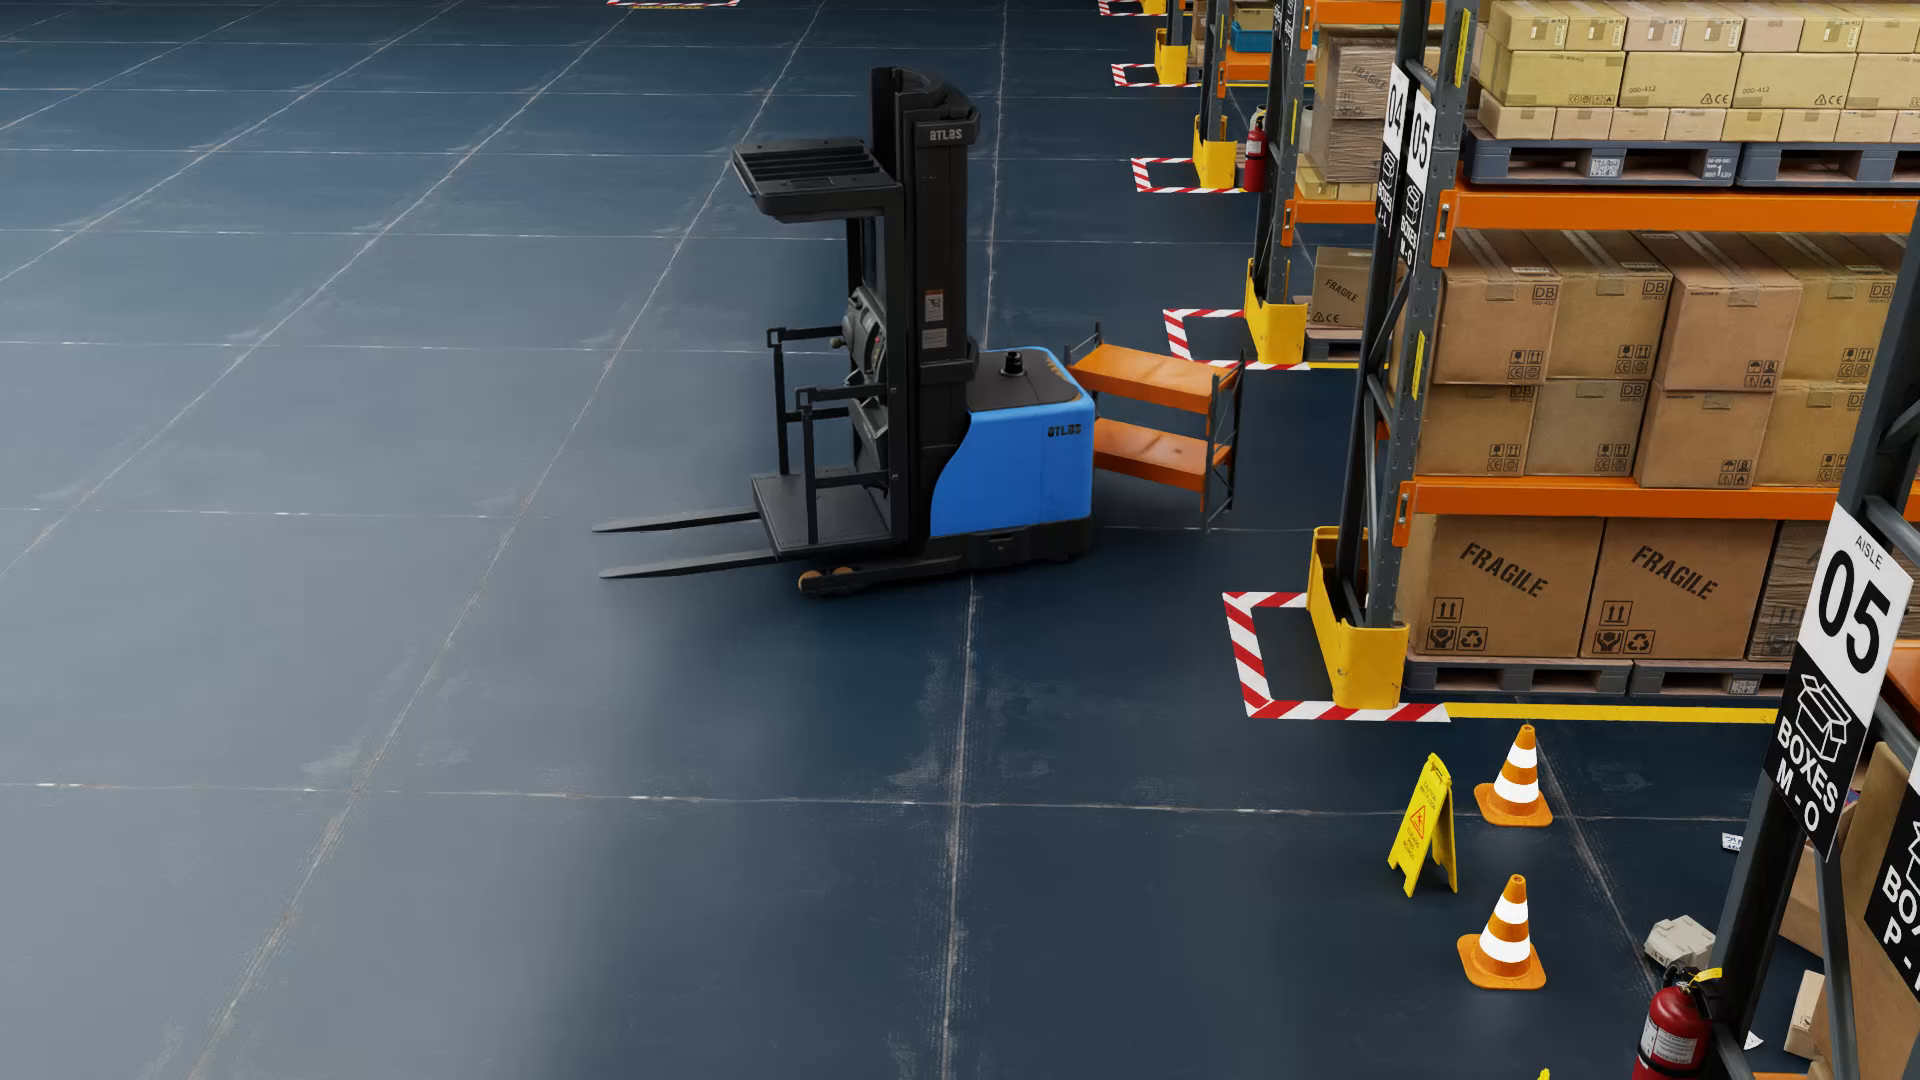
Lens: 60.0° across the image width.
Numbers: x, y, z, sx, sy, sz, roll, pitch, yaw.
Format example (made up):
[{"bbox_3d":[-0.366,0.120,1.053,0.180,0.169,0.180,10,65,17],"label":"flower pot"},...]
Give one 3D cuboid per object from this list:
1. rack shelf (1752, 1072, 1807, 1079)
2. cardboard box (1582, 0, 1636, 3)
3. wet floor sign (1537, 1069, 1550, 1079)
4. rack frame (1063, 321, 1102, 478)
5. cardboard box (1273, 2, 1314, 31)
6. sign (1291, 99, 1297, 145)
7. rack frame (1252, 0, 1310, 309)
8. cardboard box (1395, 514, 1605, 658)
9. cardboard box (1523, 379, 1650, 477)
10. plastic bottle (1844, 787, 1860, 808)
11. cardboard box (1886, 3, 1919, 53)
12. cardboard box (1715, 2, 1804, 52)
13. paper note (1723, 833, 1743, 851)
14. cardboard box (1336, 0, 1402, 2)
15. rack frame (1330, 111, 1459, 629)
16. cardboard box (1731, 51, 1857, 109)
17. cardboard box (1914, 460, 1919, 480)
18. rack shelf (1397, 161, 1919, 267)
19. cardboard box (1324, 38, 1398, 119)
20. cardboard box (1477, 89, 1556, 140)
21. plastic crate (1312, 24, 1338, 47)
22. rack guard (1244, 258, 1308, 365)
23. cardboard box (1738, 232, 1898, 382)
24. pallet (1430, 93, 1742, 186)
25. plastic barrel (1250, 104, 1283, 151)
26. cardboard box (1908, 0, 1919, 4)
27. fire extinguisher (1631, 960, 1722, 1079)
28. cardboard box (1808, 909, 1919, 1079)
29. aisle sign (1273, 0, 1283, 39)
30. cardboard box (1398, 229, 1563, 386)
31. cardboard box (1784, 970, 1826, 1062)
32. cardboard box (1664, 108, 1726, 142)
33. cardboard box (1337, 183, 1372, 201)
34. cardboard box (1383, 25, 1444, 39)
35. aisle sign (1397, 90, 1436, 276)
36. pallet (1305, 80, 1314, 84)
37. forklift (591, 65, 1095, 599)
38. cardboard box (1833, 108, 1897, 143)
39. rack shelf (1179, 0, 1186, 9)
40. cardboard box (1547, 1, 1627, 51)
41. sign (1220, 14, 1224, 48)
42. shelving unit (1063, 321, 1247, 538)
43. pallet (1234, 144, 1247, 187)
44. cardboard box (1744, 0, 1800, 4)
[{"bbox_3d":[4.170,1.983,4.501,4.000,0.370,1.077,1,28,2],"label":"rack shelf"},{"bbox_3d":[3.099,-2.628,8.089,0.250,0.149,0.380,1,28,3],"label":"cardboard box"},{"bbox_3d":[2.019,2.168,5.897,0.232,0.644,0.267,11,30,19],"label":"wet floor sign"},{"bbox_3d":[0.802,-0.849,11.076,0.032,1.125,0.500,15,31,26],"label":"rack frame"},{"bbox_3d":[4.402,-6.823,22.031,0.500,0.500,0.500,1,28,2],"label":"cardboard box"},{"bbox_3d":[2.502,-3.135,12.463,0.005,0.325,0.100,1,28,2],"label":"sign"},{"bbox_3d":[2.521,-3.007,13.145,0.127,3.000,1.000,1,28,2],"label":"rack frame"},{"bbox_3d":[2.925,0.047,9.205,0.875,0.875,0.875,1,28,2],"label":"cardboard box"},{"bbox_3d":[3.168,-0.769,8.764,0.550,0.550,0.875,1,28,2],"label":"cardboard box"},{"bbox_3d":[4.393,1.314,8.132,0.133,0.061,0.283,-9,29,-16],"label":"plastic bottle"},{"bbox_3d":[4.348,-2.299,7.469,0.250,0.149,0.380,1,28,2],"label":"cardboard box"},{"bbox_3d":[3.583,-2.312,7.493,0.250,0.149,0.380,0,28,1],"label":"cardboard box"},{"bbox_3d":[3.710,1.445,7.918,0.142,0.017,0.144,11,30,19],"label":"paper note"},{"bbox_3d":[2.993,-4.137,12.235,0.500,0.250,0.500,2,28,3],"label":"cardboard box"},{"bbox_3d":[2.245,-0.687,8.769,0.127,3.000,1.000,1,28,2],"label":"rack frame"},{"bbox_3d":[3.730,-2.163,7.638,0.500,0.250,0.500,1,28,1],"label":"cardboard box"},{"bbox_3d":[4.787,-0.750,8.728,0.550,0.550,0.875,1,28,2],"label":"cardboard box"},{"bbox_3d":[4.244,-1.661,8.172,4.000,0.370,1.077,1,28,2],"label":"rack shelf"},{"bbox_3d":[3.061,-3.488,12.560,0.500,0.500,0.500,1,28,2],"label":"cardboard box"},{"bbox_3d":[2.576,-1.975,7.709,0.250,0.149,0.380,1,28,2],"label":"cardboard box"},{"bbox_3d":[3.855,-5.378,17.777,0.408,0.251,0.499,1,28,2],"label":"plastic crate"},{"bbox_3d":[2.597,-1.901,13.728,0.348,0.500,1.175,1,28,2],"label":"rack guard"},{"bbox_3d":[4.256,-1.219,8.460,0.500,0.550,0.875,1,28,2],"label":"cardboard box"},{"bbox_3d":[2.987,-1.966,8.073,1.213,0.211,1.003,1,28,2],"label":"pallet"},{"bbox_3d":[3.356,-4.437,18.050,0.421,0.512,0.421,0,28,0],"label":"plastic barrel"},{"bbox_3d":[4.619,-2.603,8.042,0.250,0.149,0.380,1,28,2],"label":"cardboard box"},{"bbox_3d":[2.073,1.448,4.823,0.183,0.674,0.296,1,28,2],"label":"fire extinguisher"},{"bbox_3d":[2.723,1.336,4.528,0.500,0.500,0.500,0,28,1],"label":"cardboard box"},{"bbox_3d":[2.470,-4.297,12.803,0.004,0.787,0.394,1,28,2],"label":"aisle sign"},{"bbox_3d":[2.614,-1.206,8.435,0.550,0.550,0.875,1,28,2],"label":"cardboard box"},{"bbox_3d":[3.552,1.967,6.805,0.250,0.149,0.380,16,32,28],"label":"cardboard box"},{"bbox_3d":[3.335,-1.963,7.686,0.250,0.149,0.380,1,28,2],"label":"cardboard box"},{"bbox_3d":[3.046,-2.767,12.960,0.250,0.149,0.380,1,28,2],"label":"cardboard box"},{"bbox_3d":[3.579,-3.725,13.008,0.500,0.500,0.500,1,28,2],"label":"cardboard box"},{"bbox_3d":[2.163,-1.696,7.897,0.004,0.787,0.394,1,28,2],"label":"aisle sign"},{"bbox_3d":[4.856,-6.397,22.518,1.213,0.211,1.003,1,28,2],"label":"pallet"},{"bbox_3d":[-0.747,-1.214,9.836,3.031,2.935,1.130,-7,29,-13],"label":"forklift"},{"bbox_3d":[4.092,-1.951,7.663,0.250,0.149,0.380,1,28,2],"label":"cardboard box"},{"bbox_3d":[4.873,-7.293,21.998,4.000,0.370,1.077,1,28,2],"label":"rack shelf"},{"bbox_3d":[2.818,-2.324,7.516,0.250,0.149,0.380,1,28,2],"label":"cardboard box"},{"bbox_3d":[2.672,-5.190,16.968,0.005,0.325,0.100,1,28,2],"label":"sign"},{"bbox_3d":[1.243,-0.731,10.853,1.048,1.125,0.538,15,31,26],"label":"shelving unit"},{"bbox_3d":[3.585,-4.098,18.181,1.213,0.211,1.003,1,28,2],"label":"pallet"},{"bbox_3d":[3.864,-2.615,8.066,0.250,0.149,0.380,1,28,1],"label":"cardboard box"}]
